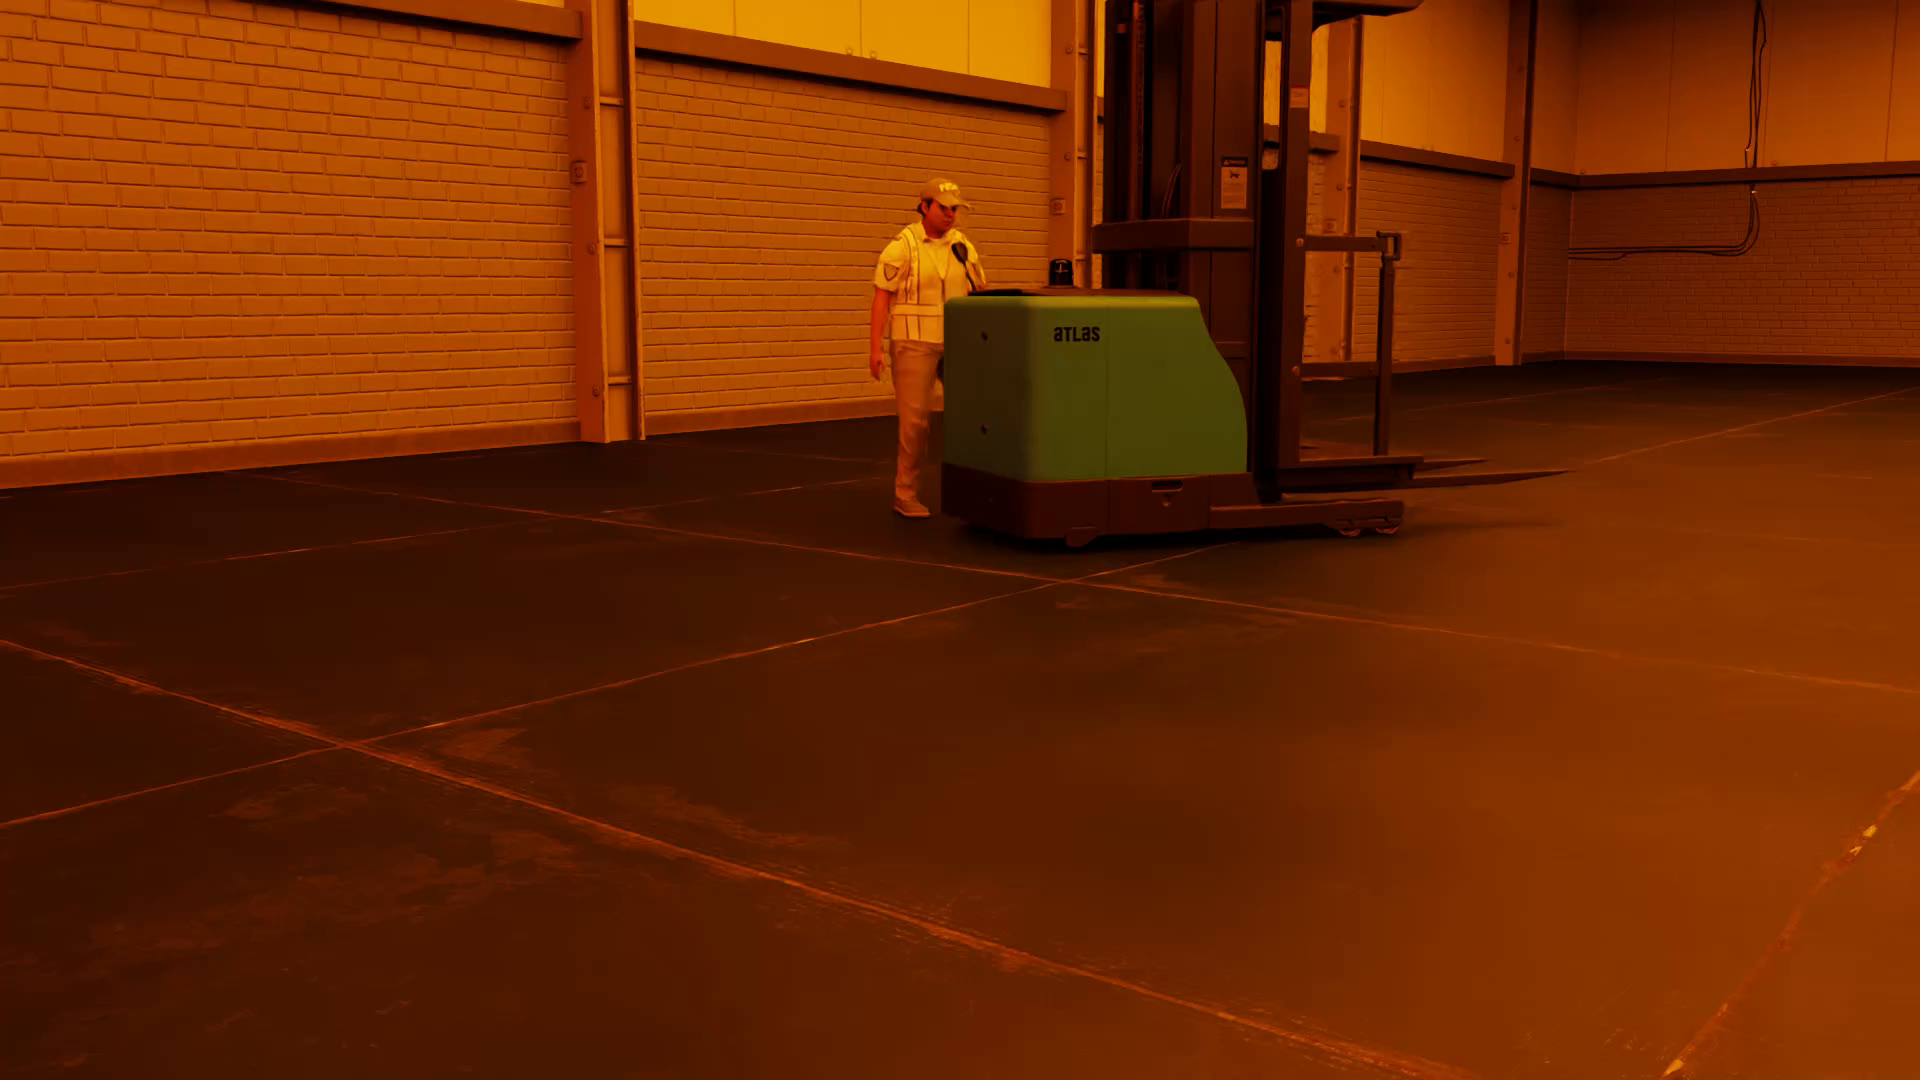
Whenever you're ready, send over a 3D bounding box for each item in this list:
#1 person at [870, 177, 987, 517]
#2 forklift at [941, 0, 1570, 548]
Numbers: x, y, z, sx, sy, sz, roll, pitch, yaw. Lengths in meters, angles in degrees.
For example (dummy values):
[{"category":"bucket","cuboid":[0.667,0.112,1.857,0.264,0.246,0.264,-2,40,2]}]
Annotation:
[{"category":"person","cuboid":[-0.087,-0.944,8.196,0.740,1.645,0.435,-4,9,-24]},{"category":"forklift","cuboid":[1.479,-1.531,7.746,3.031,2.935,1.130,-3,9,-22]}]
